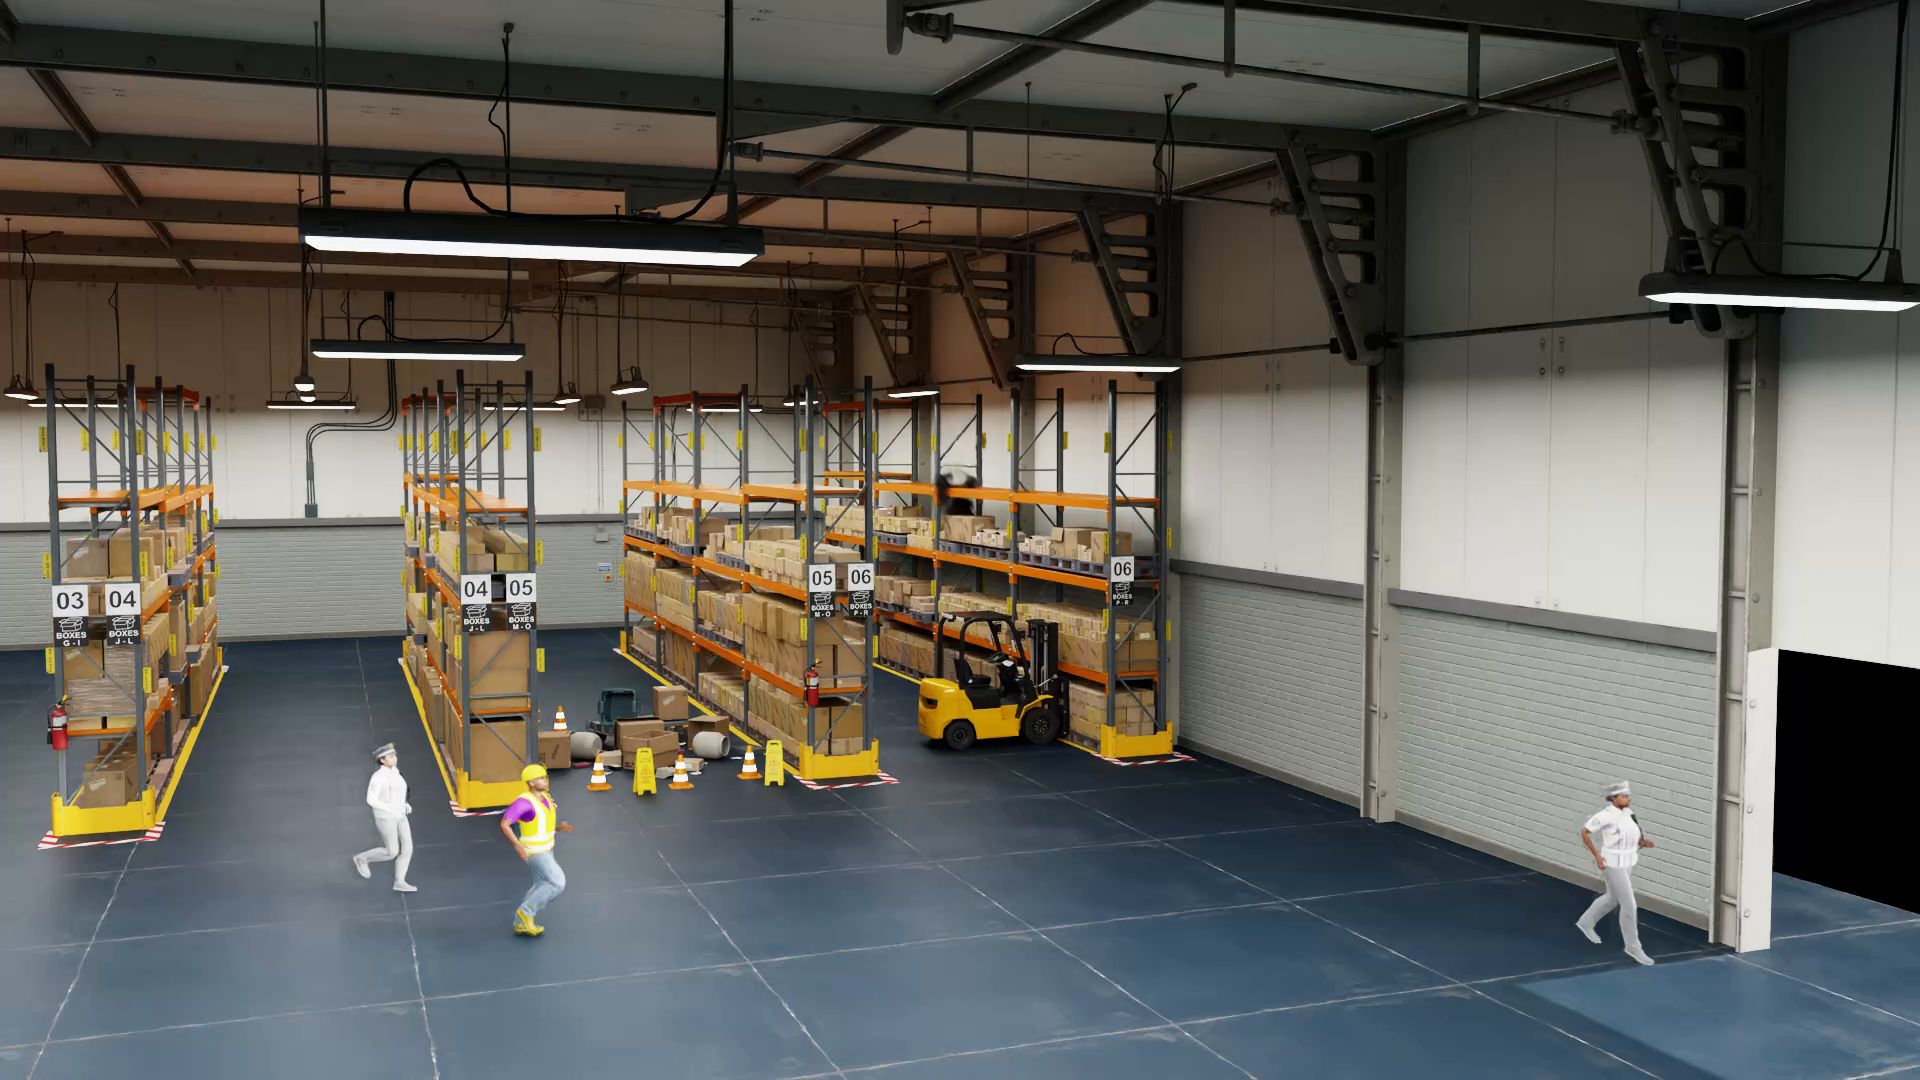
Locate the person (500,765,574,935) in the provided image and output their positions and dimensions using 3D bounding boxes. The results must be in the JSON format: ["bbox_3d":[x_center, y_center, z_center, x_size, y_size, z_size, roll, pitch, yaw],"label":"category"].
[{"bbox_3d":[-4.242,3.137,16.844,0.634,1.724,0.683,0,3,4],"label":"person"}]

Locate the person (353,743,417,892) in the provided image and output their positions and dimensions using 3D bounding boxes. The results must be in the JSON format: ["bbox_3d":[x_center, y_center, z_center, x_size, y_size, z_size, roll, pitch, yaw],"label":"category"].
[{"bbox_3d":[-6.395,3.088,18.571,0.729,1.667,0.615,1,3,13],"label":"person"}]

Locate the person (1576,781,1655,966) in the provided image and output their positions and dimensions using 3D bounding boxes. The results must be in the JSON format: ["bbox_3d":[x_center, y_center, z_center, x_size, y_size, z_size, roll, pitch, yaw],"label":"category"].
[{"bbox_3d":[6.399,3.192,16.197,0.551,1.725,0.841,-3,4,-40],"label":"person"}]
